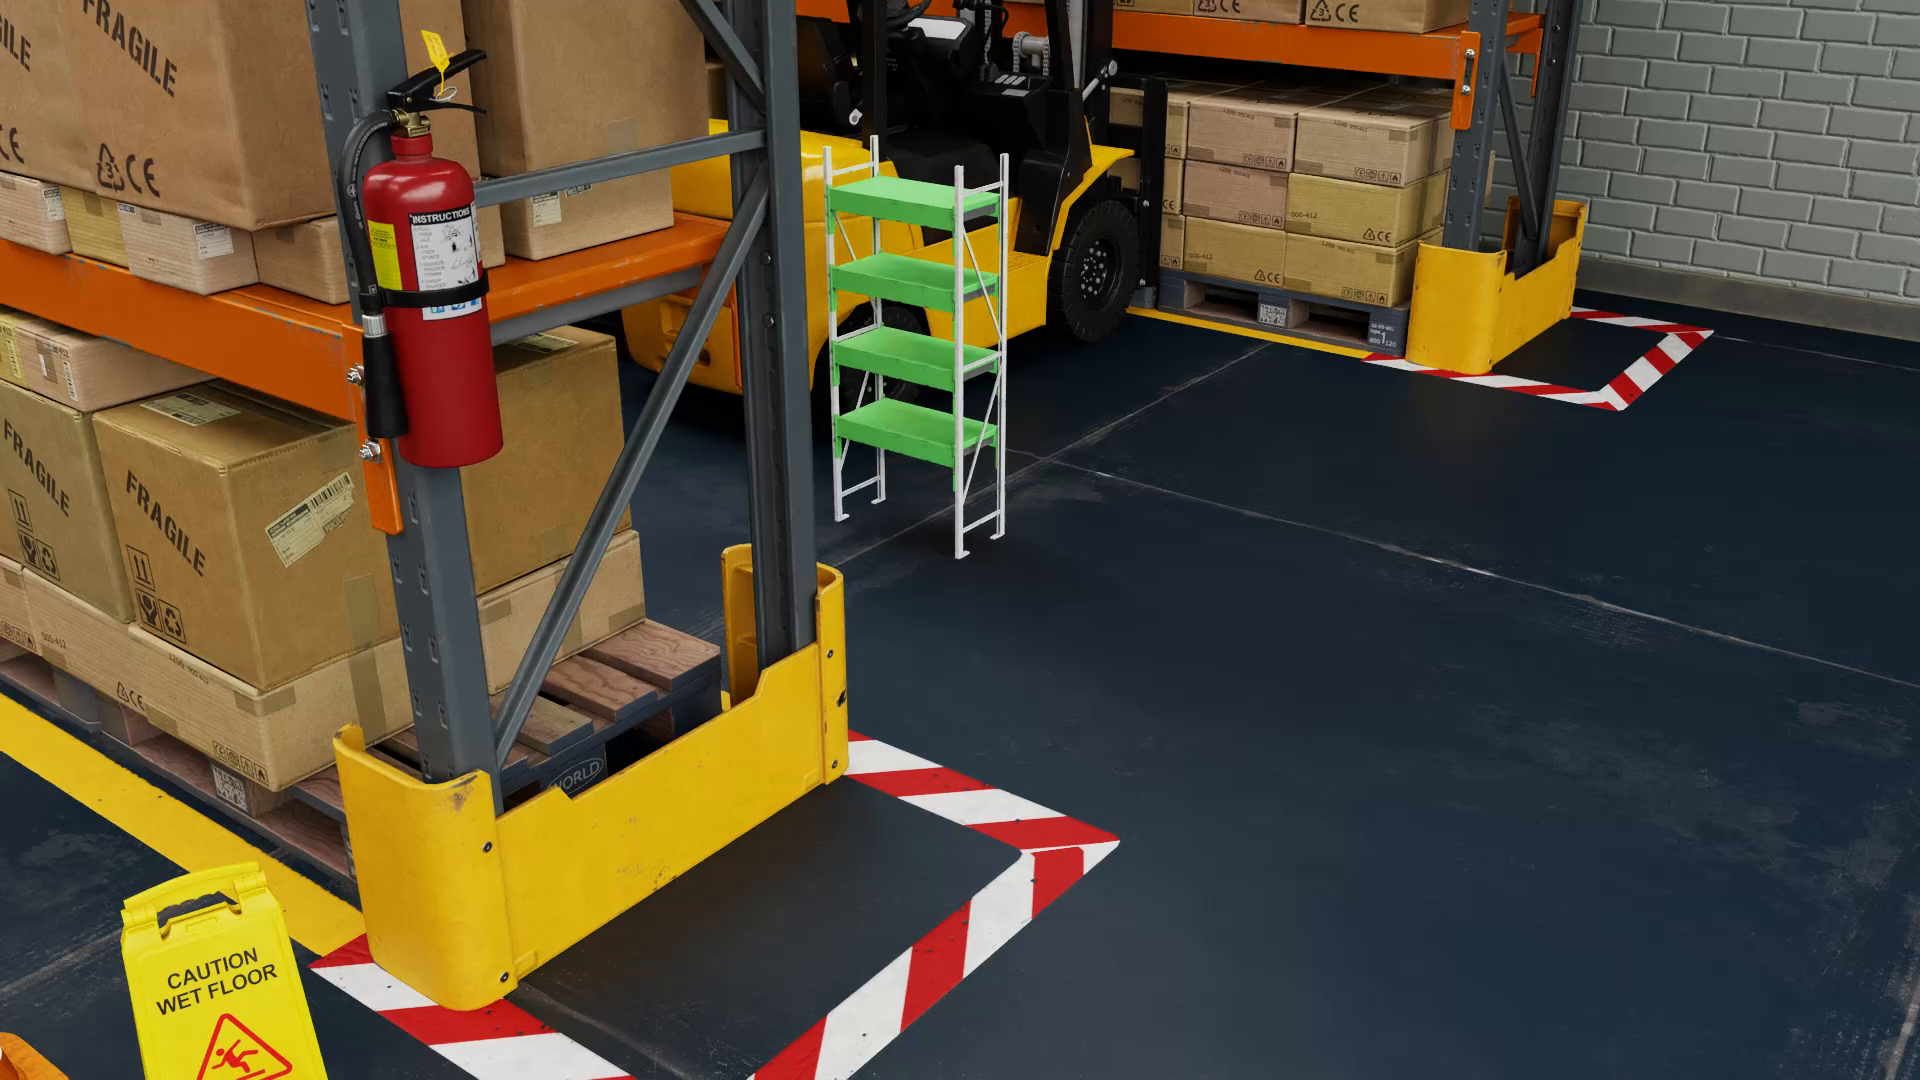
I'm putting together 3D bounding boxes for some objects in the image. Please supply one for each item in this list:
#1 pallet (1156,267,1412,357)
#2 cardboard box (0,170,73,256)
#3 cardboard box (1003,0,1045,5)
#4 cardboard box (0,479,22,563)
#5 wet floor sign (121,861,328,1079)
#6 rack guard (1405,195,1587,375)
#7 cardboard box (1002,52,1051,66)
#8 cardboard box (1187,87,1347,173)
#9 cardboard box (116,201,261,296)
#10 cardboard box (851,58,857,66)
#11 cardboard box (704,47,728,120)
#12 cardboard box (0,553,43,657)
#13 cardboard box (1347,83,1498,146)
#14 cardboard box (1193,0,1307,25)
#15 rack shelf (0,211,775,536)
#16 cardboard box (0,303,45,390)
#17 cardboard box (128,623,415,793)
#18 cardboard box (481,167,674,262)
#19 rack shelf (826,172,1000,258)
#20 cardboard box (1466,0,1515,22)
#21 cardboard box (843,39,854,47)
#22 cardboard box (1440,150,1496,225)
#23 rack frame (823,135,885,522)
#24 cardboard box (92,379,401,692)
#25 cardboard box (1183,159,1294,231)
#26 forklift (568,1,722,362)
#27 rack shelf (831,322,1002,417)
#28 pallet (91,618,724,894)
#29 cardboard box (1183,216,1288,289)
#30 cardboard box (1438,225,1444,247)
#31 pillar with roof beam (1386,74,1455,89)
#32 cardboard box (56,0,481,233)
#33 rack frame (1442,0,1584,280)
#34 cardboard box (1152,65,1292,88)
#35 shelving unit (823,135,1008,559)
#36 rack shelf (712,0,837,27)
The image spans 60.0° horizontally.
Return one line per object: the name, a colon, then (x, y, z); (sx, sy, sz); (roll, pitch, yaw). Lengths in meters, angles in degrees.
pallet: (1.668, -1.166, 7.635); (1.213, 0.211, 1.003); (17, 29, 33)
cardboard box: (-1.783, -0.722, 3.479); (0.250, 0.149, 0.380); (17, 29, 34)
cardboard box: (0.525, -2.721, 7.581); (0.500, 0.500, 0.500); (17, 29, 34)
cardboard box: (-2.286, -0.304, 4.180); (0.500, 0.500, 0.500); (16, 28, 32)
wet floor sign: (-1.159, 0.800, 2.634); (0.267, 0.644, 0.232); (-15, 28, -30)
rack guard: (2.324, -1.121, 7.174); (0.348, 0.500, 1.175); (17, 29, 33)
cardboard box: (0.425, -2.328, 8.464); (0.500, 0.250, 0.500); (17, 29, 34)
cardboard box: (1.337, -1.794, 7.252); (0.500, 0.250, 0.500); (17, 29, 34)
cardboard box: (-1.366, -0.600, 3.204); (0.250, 0.149, 0.380); (16, 29, 33)
cardboard box: (-0.294, -2.284, 8.364); (0.500, 0.250, 0.500); (17, 29, 33)
cardboard box: (-1.320, -2.466, 9.551); (0.625, 0.625, 0.875); (18, 30, 36)
cardboard box: (-2.309, 0.037, 4.336); (0.500, 0.250, 0.500); (16, 28, 31)
cardboard box: (2.034, -1.839, 7.354); (0.500, 0.250, 0.500); (16, 29, 33)
cardboard box: (1.344, -2.479, 7.033); (0.500, 0.500, 0.500); (18, 29, 35)
rack shelf: (-2.270, -0.823, 4.289); (4.000, 0.370, 1.077); (17, 29, 33)
cardboard box: (-2.000, -0.481, 3.776); (0.250, 0.149, 0.380); (17, 29, 34)
cardboard box: (-1.497, 0.283, 3.776); (0.500, 0.250, 0.500); (17, 29, 33)
cardboard box: (-0.817, -0.702, 3.435); (0.250, 0.149, 0.380); (17, 29, 33)
rack shelf: (-0.132, -0.970, 4.931); (0.480, 0.148, 0.258); (17, 29, 33)
cardboard box: (2.075, -2.526, 7.138); (0.500, 0.500, 0.500); (18, 29, 35)
cardboard box: (-0.386, -2.573, 9.018); (0.500, 0.250, 0.500); (17, 29, 34)
cardboard box: (2.053, -1.614, 7.462); (0.500, 0.250, 0.500); (17, 29, 34)
rack frame: (-0.328, -0.648, 5.233); (0.015, 1.200, 0.240); (17, 29, 33)
cardboard box: (-1.467, -0.055, 3.614); (0.500, 0.500, 0.500); (17, 29, 34)
cardboard box: (1.333, -1.575, 7.374); (0.500, 0.250, 0.500); (16, 29, 33)
forklift: (-1.406, -2.325, 6.892); (3.031, 2.935, 1.130); (10, 26, 21)
rack shelf: (-0.132, -0.531, 5.125); (0.480, 0.148, 0.258); (17, 29, 33)
pallet: (-1.359, 0.382, 4.122); (1.213, 0.211, 1.003); (17, 29, 33)
cardboard box: (1.347, -1.340, 7.460); (0.500, 0.250, 0.500); (17, 29, 33)
cardboard box: (2.029, -1.386, 7.566); (0.500, 0.250, 0.500); (17, 29, 34)
pillar with roof beam: (-0.294, -4.086, 3.364); (0.400, 9.000, 9.100); (17, 29, 33)
cardboard box: (-1.269, -0.893, 3.063); (0.500, 0.500, 0.500); (16, 29, 32)
rack frame: (2.305, -2.271, 6.683); (0.127, 3.000, 1.000); (17, 29, 33)
cardboard box: (1.238, -2.083, 7.908); (0.500, 0.250, 0.500); (17, 29, 33)
shelving unit: (-0.132, -0.589, 5.099); (0.503, 1.200, 0.258); (17, 29, 33)
rack shelf: (-2.497, -3.392, 10.121); (4.000, 0.370, 1.077); (17, 29, 33)
